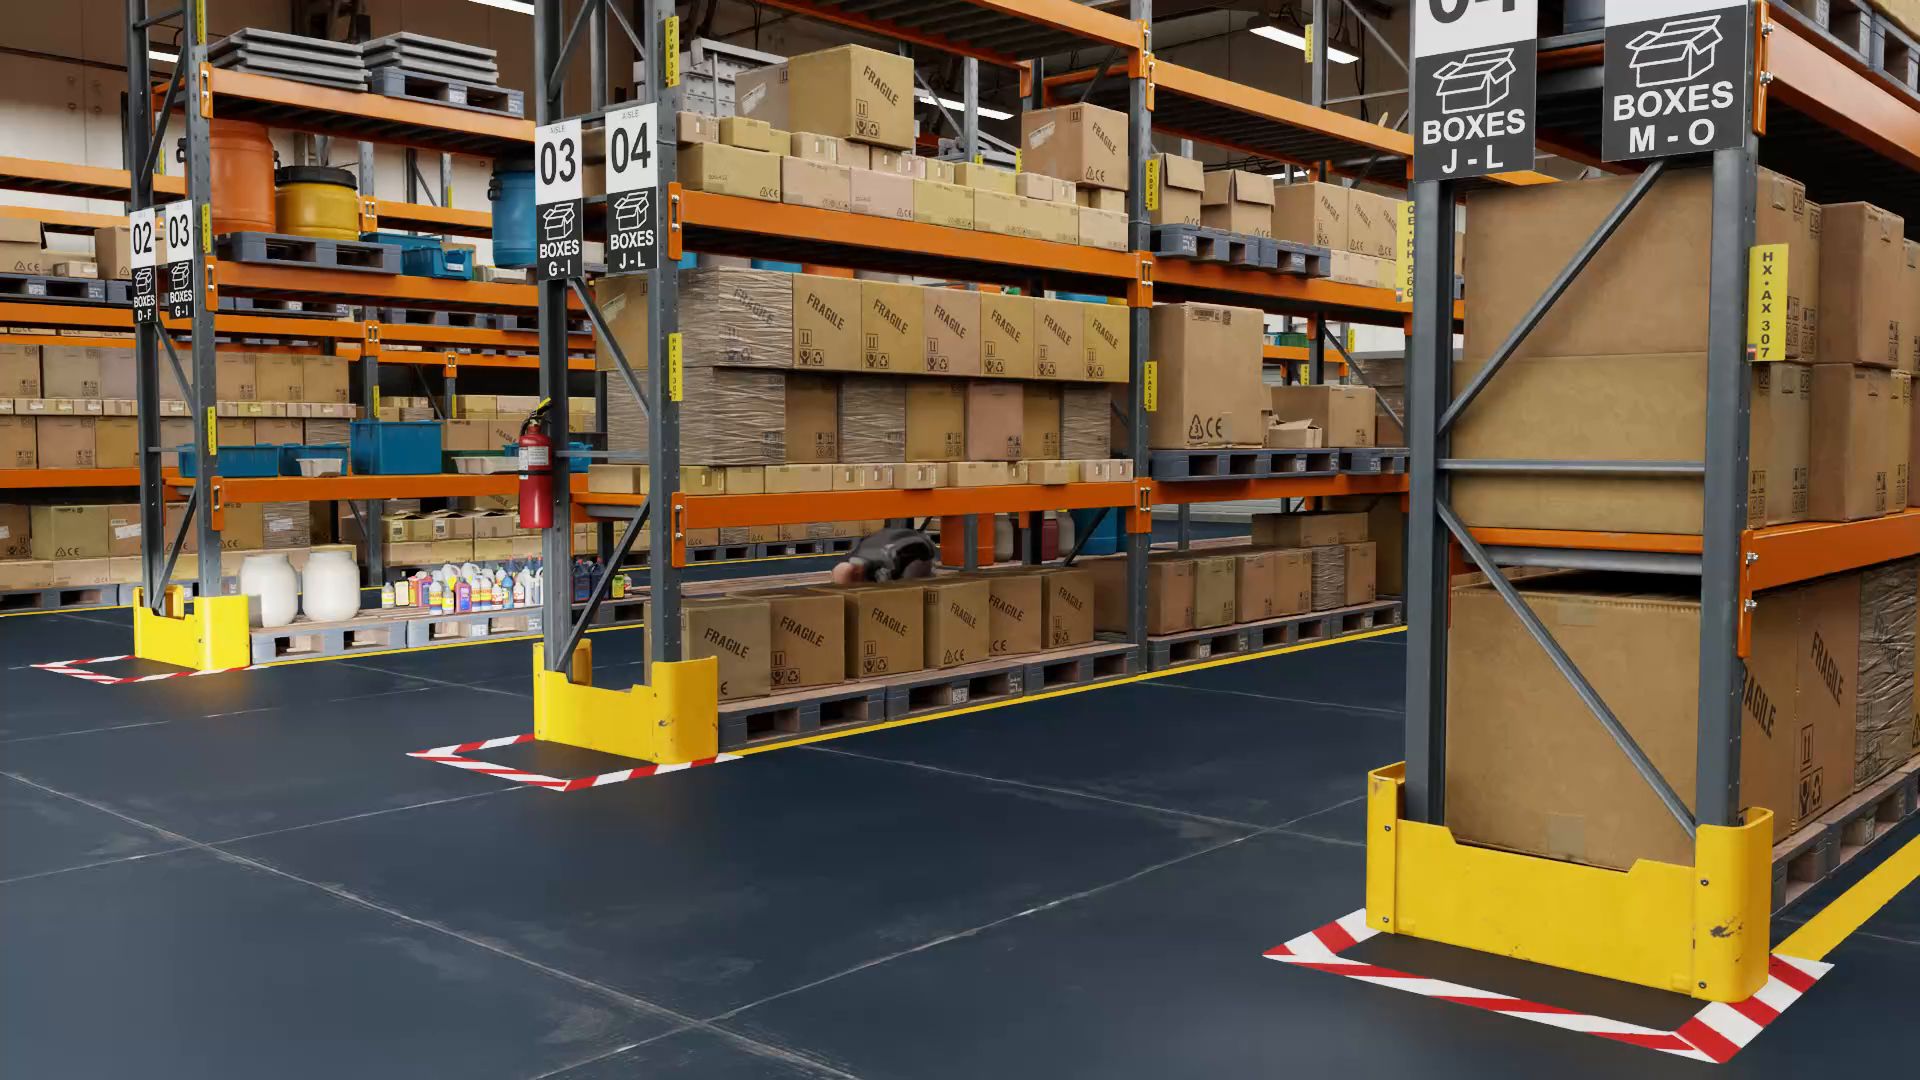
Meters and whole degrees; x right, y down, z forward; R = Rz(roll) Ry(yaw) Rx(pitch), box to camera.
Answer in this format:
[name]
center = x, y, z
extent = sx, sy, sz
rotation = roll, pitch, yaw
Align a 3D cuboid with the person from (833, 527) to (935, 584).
[person]
center = -0.581, 0.384, 12.193
extent = 0.517, 0.921, 0.946
rotation = 3, 4, 38
